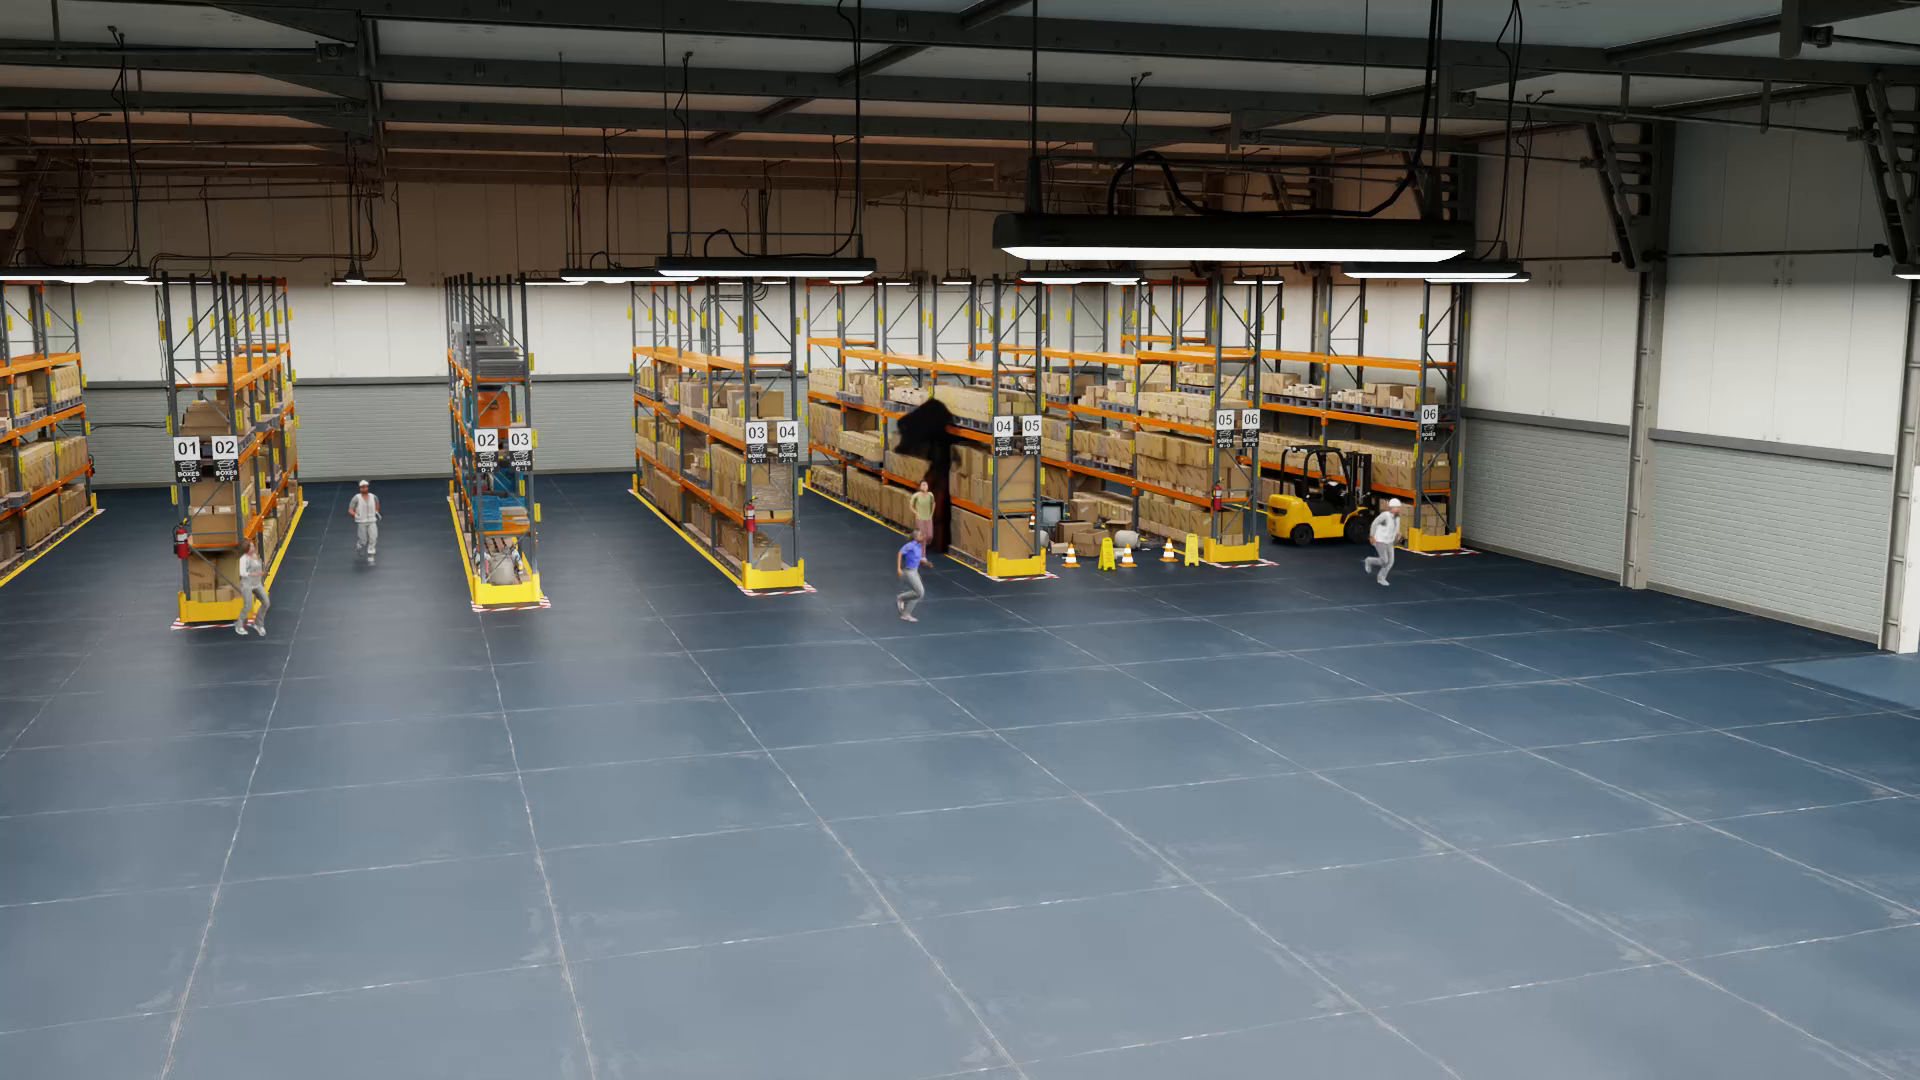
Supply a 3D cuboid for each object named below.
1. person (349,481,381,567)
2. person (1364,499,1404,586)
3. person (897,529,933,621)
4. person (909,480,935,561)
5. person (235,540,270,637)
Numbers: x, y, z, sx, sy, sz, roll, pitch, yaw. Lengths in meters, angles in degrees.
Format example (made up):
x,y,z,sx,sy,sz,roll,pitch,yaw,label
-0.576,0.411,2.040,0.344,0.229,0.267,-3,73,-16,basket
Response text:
x,y,z,sx,sy,sz,roll,pitch,yaw,label
-12.368,-0.358,34.637,0.657,1.771,0.863,-6,10,-34,person
8.267,0.024,32.425,0.653,1.711,0.803,-7,11,-40,person
-0.785,0.614,28.807,0.627,1.605,0.617,3,9,19,person
-0.747,-0.405,33.401,0.575,1.641,0.550,-4,9,-23,person
-11.692,0.809,27.442,0.681,1.634,0.565,2,9,15,person
